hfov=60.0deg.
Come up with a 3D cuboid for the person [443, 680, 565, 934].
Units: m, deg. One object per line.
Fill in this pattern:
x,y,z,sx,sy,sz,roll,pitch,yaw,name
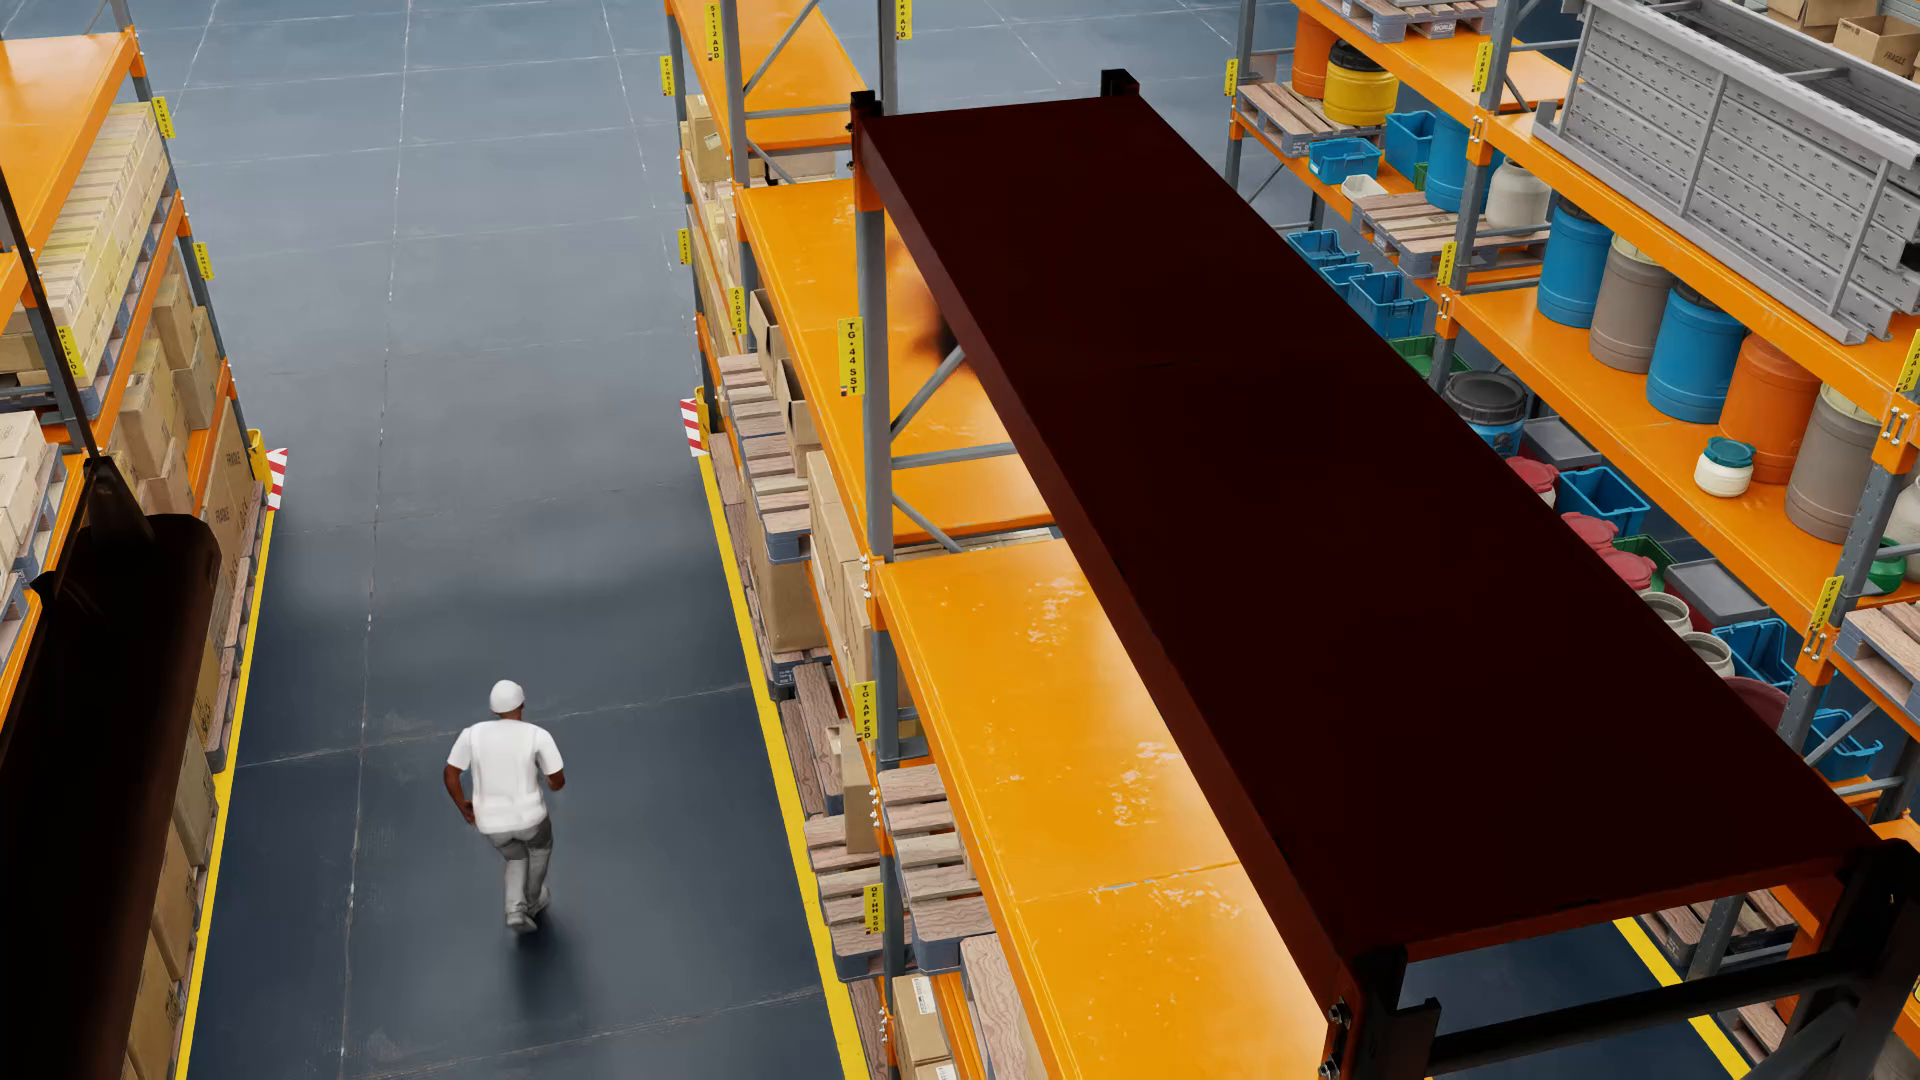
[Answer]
-2.769,1.707,10.236,0.718,1.561,0.993,-2,34,-4,person
